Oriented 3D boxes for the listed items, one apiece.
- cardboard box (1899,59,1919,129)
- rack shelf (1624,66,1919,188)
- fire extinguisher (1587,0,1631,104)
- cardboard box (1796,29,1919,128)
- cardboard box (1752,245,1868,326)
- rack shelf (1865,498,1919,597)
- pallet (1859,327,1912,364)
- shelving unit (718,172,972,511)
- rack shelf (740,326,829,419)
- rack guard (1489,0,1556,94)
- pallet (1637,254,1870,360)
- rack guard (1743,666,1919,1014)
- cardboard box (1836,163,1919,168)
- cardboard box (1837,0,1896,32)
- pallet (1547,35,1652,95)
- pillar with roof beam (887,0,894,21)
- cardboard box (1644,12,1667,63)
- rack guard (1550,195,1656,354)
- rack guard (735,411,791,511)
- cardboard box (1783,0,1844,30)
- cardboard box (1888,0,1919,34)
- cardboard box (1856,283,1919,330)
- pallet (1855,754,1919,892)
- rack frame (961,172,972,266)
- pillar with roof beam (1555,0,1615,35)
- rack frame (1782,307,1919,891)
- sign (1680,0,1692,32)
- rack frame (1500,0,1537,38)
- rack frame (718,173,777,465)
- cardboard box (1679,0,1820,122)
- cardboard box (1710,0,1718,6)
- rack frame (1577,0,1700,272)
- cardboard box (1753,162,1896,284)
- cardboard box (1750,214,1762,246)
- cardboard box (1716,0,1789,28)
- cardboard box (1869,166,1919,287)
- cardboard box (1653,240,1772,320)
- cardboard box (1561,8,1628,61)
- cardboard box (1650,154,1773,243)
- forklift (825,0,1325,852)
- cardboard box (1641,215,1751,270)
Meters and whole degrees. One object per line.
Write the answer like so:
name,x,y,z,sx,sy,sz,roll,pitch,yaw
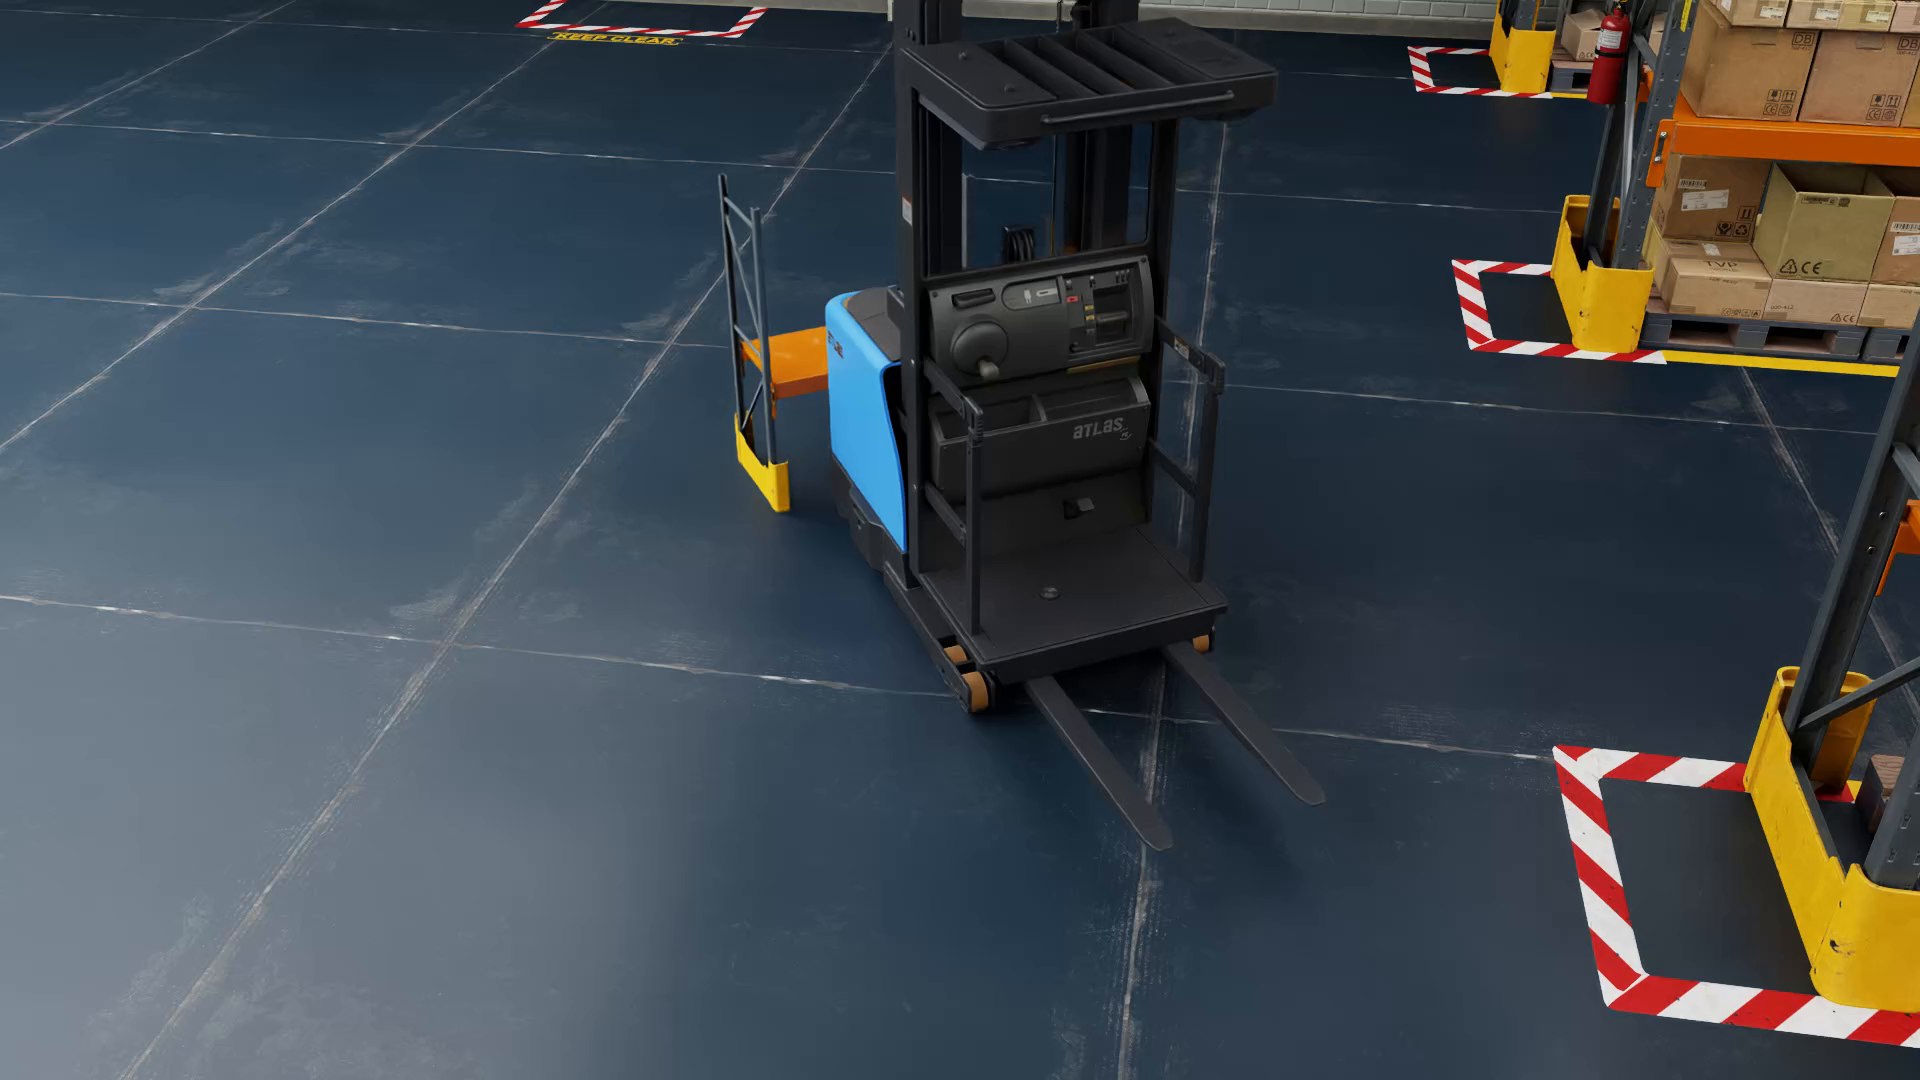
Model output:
cardboard box,5.263,-2.545,8.894,0.500,0.500,0.700,5,32,9
rack shelf,5.770,-2.159,9.050,4.000,0.370,1.077,5,32,8
fire extinguisher,3.760,-2.863,9.570,0.183,0.674,0.296,5,32,8
cardboard box,4.775,-2.592,8.970,0.500,0.500,0.700,6,33,9
cardboard box,4.783,-1.448,9.432,0.500,0.250,0.500,5,32,8
rack shelf,4.933,0.431,4.912,4.000,0.370,1.077,5,32,8
pallet,5.758,-1.304,9.634,1.213,0.211,1.003,5,32,8
shelving unit,-0.517,-1.032,7.985,1.083,1.500,0.587,-14,35,-21
rack shelf,-0.525,-0.878,8.077,1.000,0.185,0.538,-14,35,-21
rack guard,4.703,-4.167,13.936,0.348,0.500,1.175,5,32,8
pallet,4.559,-1.414,9.810,1.213,0.211,1.003,5,32,8
rack guard,3.044,0.990,5.698,0.348,0.500,1.175,5,32,8
cardboard box,5.365,-1.999,9.605,0.500,0.500,0.500,5,32,8
cardboard box,4.655,-2.767,8.638,0.250,0.149,0.380,5,32,8
pallet,5.498,-3.954,13.868,1.213,0.211,1.003,5,32,8
pillar with roof beam,-1.175,-6.450,9.574,0.400,9.000,9.100,5,32,8
cardboard box,5.857,-4.121,13.625,0.500,0.311,0.500,8,33,12
rack guard,3.774,-1.585,9.811,0.348,0.500,1.175,5,32,8
rack guard,-0.968,-0.391,8.138,0.087,0.250,0.587,-14,35,-21
cardboard box,4.409,-2.790,8.674,0.250,0.149,0.380,4,32,7
cardboard box,4.903,-2.743,8.600,0.250,0.149,0.380,5,32,7
cardboard box,5.276,-1.403,9.360,0.500,0.250,0.500,5,32,8
pallet,3.844,1.187,5.654,1.213,0.211,1.003,5,32,8
rack frame,-0.064,-1.144,8.164,0.032,1.500,0.500,-14,35,-21
pillar with roof beam,4.739,-5.915,8.718,0.400,9.000,9.100,5,32,8
rack frame,2.961,-0.052,5.006,0.127,3.000,1.000,5,32,8
sign,3.699,-2.753,8.431,0.005,0.325,0.100,5,32,8
rack frame,4.628,-5.234,13.284,0.127,3.000,1.000,5,32,8
rack frame,-0.986,-0.916,7.800,0.032,1.500,0.500,-14,35,-21
cardboard box,4.256,-2.636,9.041,0.500,0.500,0.700,5,32,8
cardboard box,4.207,-3.025,9.050,0.250,0.149,0.380,5,32,7
rack frame,3.798,-2.642,9.144,0.127,3.000,1.000,5,32,8
cardboard box,4.782,-1.765,9.231,0.500,0.500,0.500,5,32,8
cardboard box,4.871,-1.723,9.872,0.500,0.250,0.500,5,32,8
cardboard box,4.149,-2.812,8.710,0.250,0.149,0.380,5,32,8
cardboard box,5.278,-1.727,9.171,0.500,0.500,0.500,5,32,8
cardboard box,4.289,-1.491,9.500,0.500,0.250,0.500,5,32,8
cardboard box,5.295,-4.171,13.707,0.500,0.311,0.500,2,32,3
cardboard box,4.377,-2.081,9.736,0.500,0.500,0.500,5,32,8
forklift,0.406,-0.807,6.277,1.130,2.935,3.031,-12,34,-19
cardboard box,4.376,-1.762,9.933,0.500,0.250,0.500,5,32,8
